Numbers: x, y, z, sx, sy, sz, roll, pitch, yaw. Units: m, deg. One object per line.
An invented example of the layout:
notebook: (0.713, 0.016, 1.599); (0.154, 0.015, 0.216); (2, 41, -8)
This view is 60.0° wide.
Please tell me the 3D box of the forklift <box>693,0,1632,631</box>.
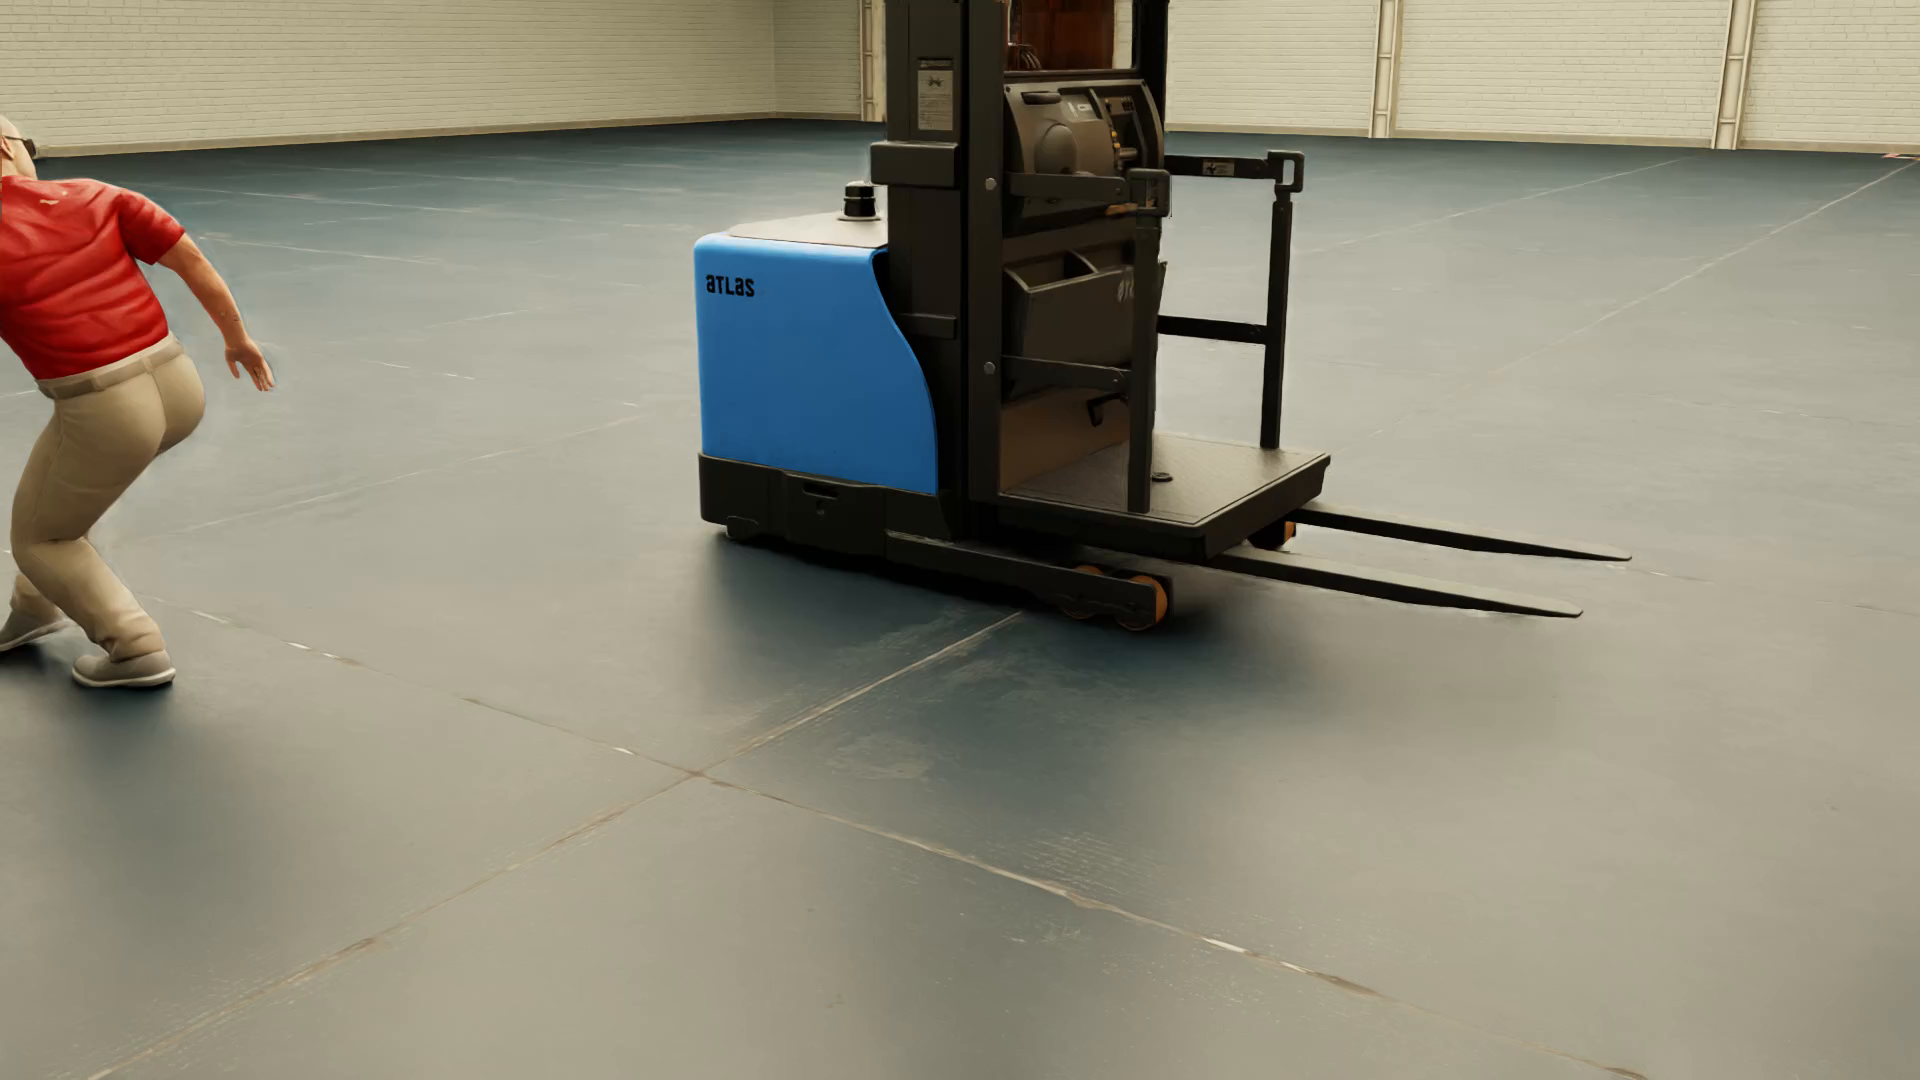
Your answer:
forklift: (0.580, -1.302, 5.188); (3.031, 2.935, 1.130); (11, 20, 32)

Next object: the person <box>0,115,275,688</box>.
person: (-2.473, -0.403, 4.621); (0.797, 1.560, 0.774); (7, 18, 24)
